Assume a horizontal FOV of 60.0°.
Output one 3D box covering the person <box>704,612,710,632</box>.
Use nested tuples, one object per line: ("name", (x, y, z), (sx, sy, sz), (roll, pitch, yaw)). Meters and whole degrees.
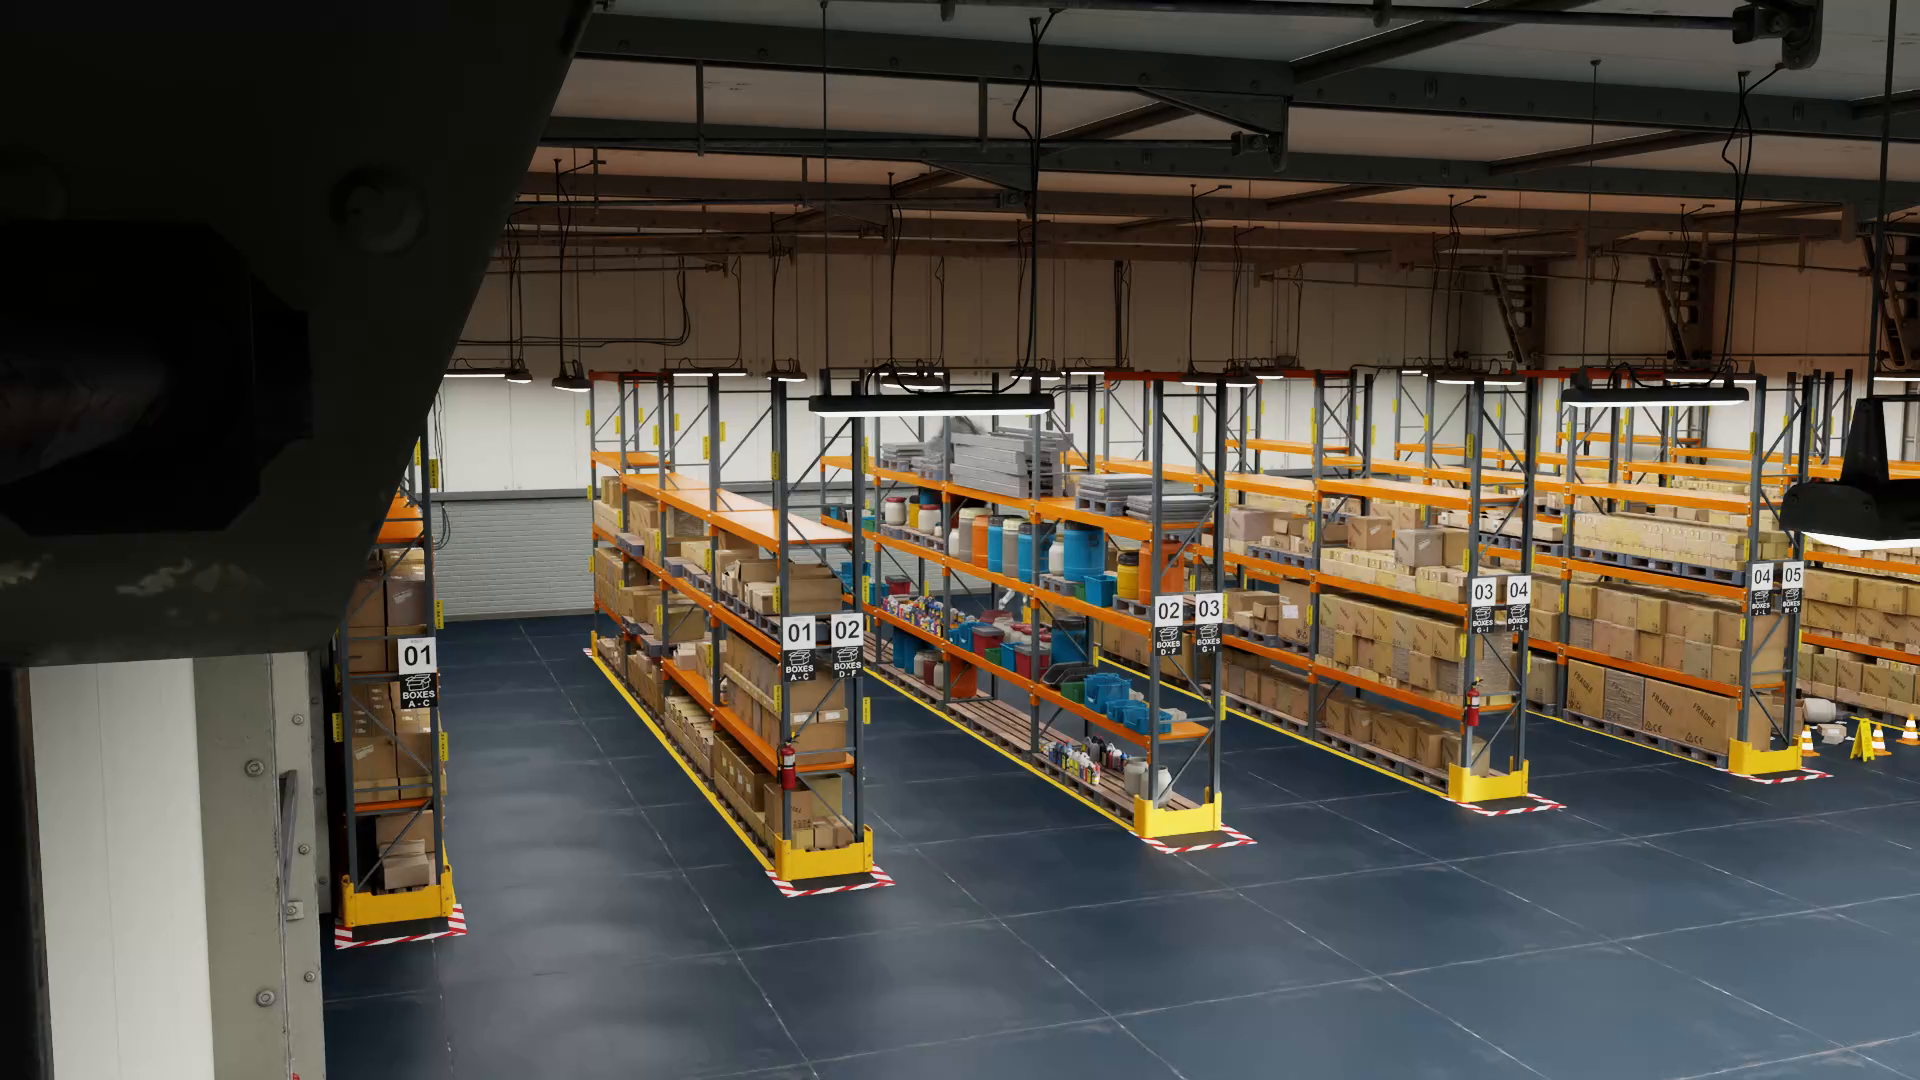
("person", (-5.518, 1.345, 37.780), (0.983, 1.538, 0.672), (0, 6, 4))

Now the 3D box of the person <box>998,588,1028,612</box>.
("person", (1.362, 0.968, 40.132), (0.921, 1.832, 0.680), (3, 7, 22))
